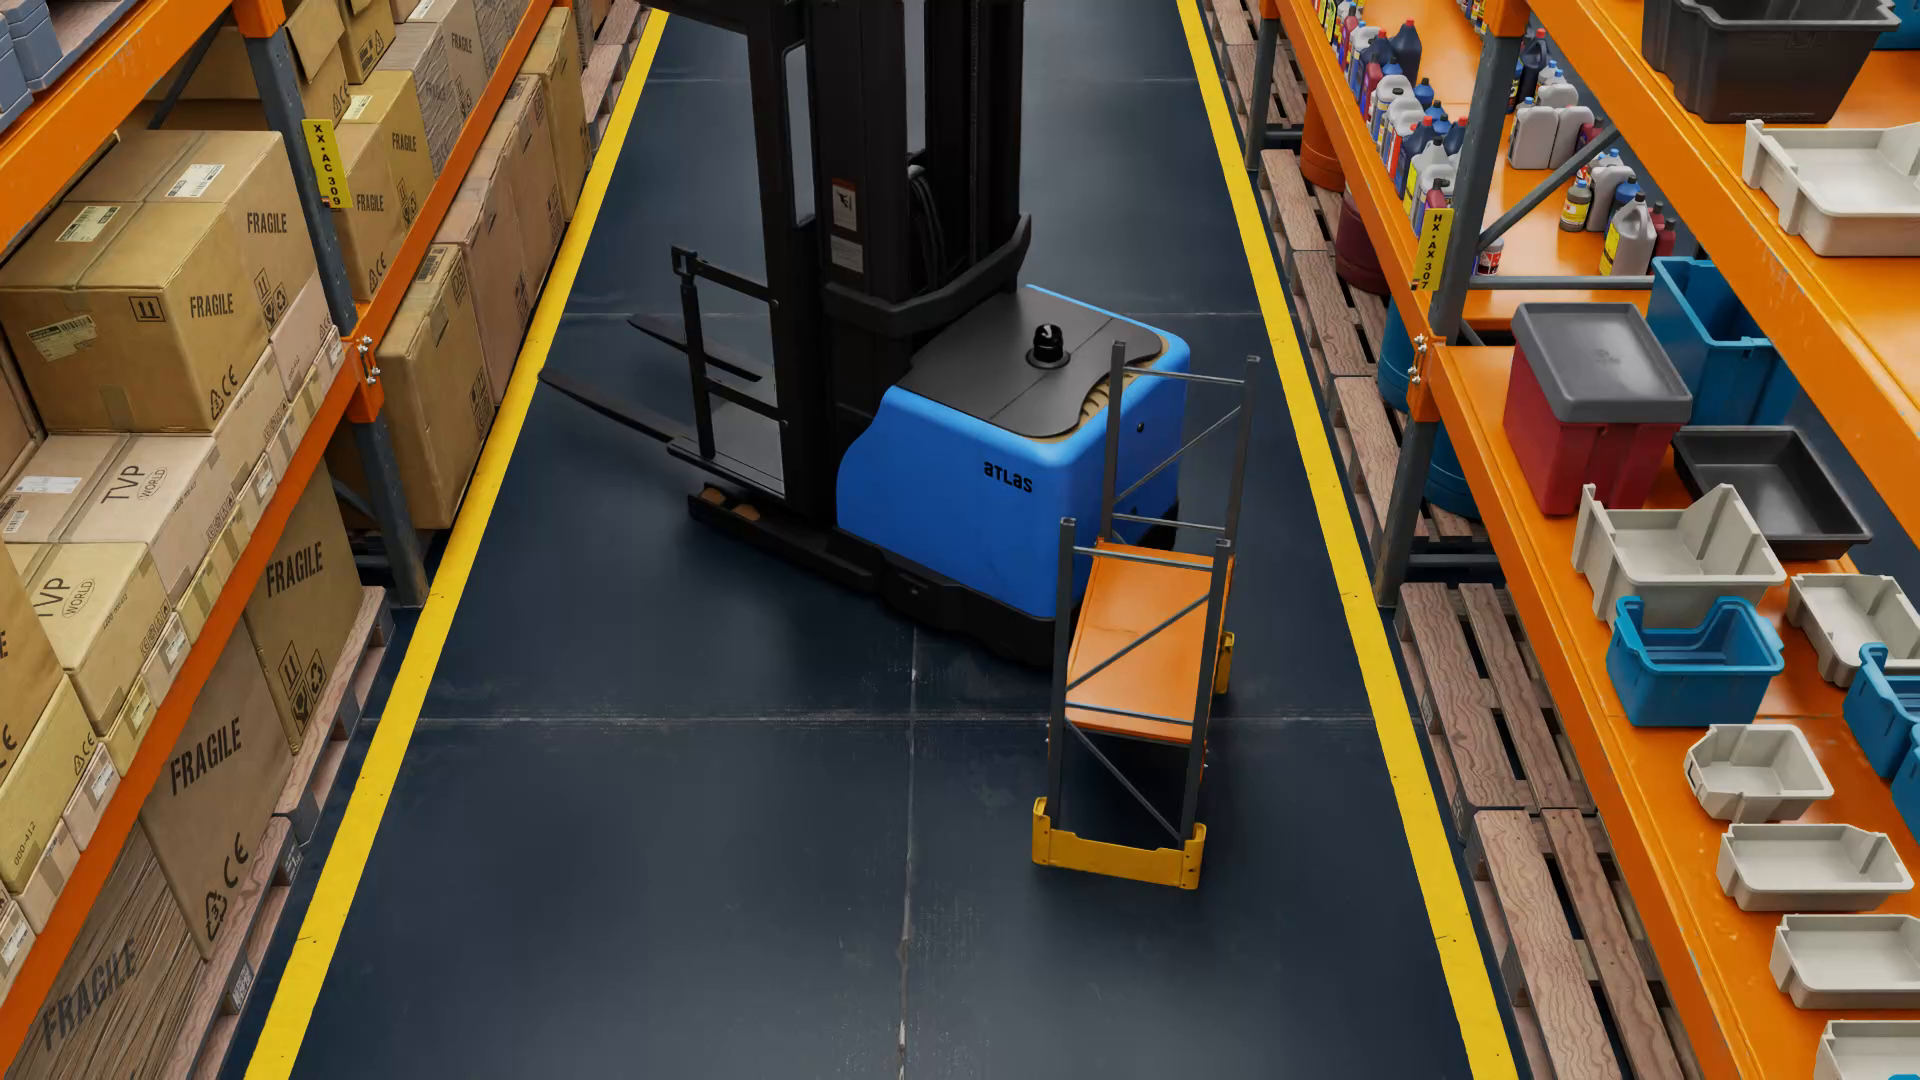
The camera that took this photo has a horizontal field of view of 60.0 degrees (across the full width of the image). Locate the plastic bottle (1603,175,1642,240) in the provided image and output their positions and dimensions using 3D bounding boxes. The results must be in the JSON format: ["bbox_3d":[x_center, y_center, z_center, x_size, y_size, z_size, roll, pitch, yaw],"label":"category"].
[{"bbox_3d":[2.637,-1.317,6.598,0.097,0.271,0.097,0,39,0],"label":"plastic bottle"}]

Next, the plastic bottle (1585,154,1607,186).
[{"bbox_3d":[2.636,-1.496,6.877,0.097,0.201,0.097,0,39,0],"label":"plastic bottle"}]

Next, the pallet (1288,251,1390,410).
[{"bbox_3d":[2.266,-1.081,8.430,1.003,0.211,1.213,0,39,0],"label":"pallet"}]

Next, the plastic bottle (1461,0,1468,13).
[{"bbox_3d":[2.634,-2.815,8.524,0.097,0.201,0.097,0,39,0],"label":"plastic bottle"}]

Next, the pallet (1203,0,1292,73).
[{"bbox_3d":[2.264,-3.580,11.549,1.003,0.211,1.213,0,39,0],"label":"pallet"}]

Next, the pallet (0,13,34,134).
[{"bbox_3d":[-2.735,-0.781,3.499,1.003,0.211,1.213,0,39,0],"label":"pallet"}]

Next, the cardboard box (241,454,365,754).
[{"bbox_3d":[-2.803,0.160,6.015,0.875,0.875,0.875,0,39,0],"label":"cardboard box"}]

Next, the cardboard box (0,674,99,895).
[{"bbox_3d":[-2.454,0.586,4.002,0.500,0.250,0.500,-1,39,-2],"label":"cardboard box"}]

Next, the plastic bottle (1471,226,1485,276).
[{"bbox_3d":[1.905,-1.119,6.347,0.152,0.276,0.135,0,39,0],"label":"plastic bottle"}]

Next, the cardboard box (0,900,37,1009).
[{"bbox_3d":[-2.393,0.975,3.835,0.380,0.149,0.250,-1,39,-1],"label":"cardboard box"}]

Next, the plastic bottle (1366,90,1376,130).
[{"bbox_3d":[1.876,-1.936,7.426,0.097,0.201,0.097,0,39,0],"label":"plastic bottle"}]

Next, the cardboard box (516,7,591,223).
[{"bbox_3d":[-2.748,-2.323,9.113,1.225,0.875,0.875,-2,39,-2],"label":"cardboard box"}]

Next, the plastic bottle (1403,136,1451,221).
[{"bbox_3d":[1.901,-1.477,6.734,0.144,0.351,0.185,0,39,0],"label":"plastic bottle"}]

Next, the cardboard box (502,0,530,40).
[{"bbox_3d":[-2.485,-2.838,8.313,0.500,0.500,0.500,0,39,0],"label":"cardboard box"}]

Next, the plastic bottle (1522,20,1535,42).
[{"bbox_3d":[2.611,-2.337,7.807,0.144,0.351,0.185,0,39,0],"label":"plastic bottle"}]

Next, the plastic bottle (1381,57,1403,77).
[{"bbox_3d":[1.937,-2.047,7.508,0.097,0.271,0.097,0,39,0],"label":"plastic bottle"}]

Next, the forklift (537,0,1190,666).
[{"bbox_3d":[-0.577,-1.380,6.628,3.031,2.935,1.130,24,44,27],"label":"forklift"}]

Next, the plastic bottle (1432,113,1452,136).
[{"bbox_3d":[2.029,-1.673,7.042,0.097,0.271,0.097,0,39,0],"label":"plastic bottle"}]

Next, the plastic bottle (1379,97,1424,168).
[{"bbox_3d":[1.904,-1.747,7.131,0.152,0.276,0.135,0,39,0],"label":"plastic bottle"}]

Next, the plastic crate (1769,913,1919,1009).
[{"bbox_3d":[2.066,0.968,3.806,0.396,0.136,0.243,0,39,0],"label":"plastic crate"}]

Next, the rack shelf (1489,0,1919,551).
[{"bbox_3d":[2.231,-0.561,3.728,1.077,0.370,4.000,0,39,0],"label":"rack shelf"}]

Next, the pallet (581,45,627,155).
[{"bbox_3d":[-2.728,-2.820,10.600,1.003,0.211,1.213,0,39,0],"label":"pallet"}]

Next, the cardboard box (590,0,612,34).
[{"bbox_3d":[-2.770,-3.736,11.160,0.700,0.500,0.500,3,39,4],"label":"cardboard box"}]

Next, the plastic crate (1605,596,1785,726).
[{"bbox_3d":[1.975,0.338,4.516,0.416,0.233,0.300,0,39,0],"label":"plastic crate"}]

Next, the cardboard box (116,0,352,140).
[{"bbox_3d":[-2.733,-1.748,6.150,0.797,0.503,0.637,-1,39,-1],"label":"cardboard box"}]

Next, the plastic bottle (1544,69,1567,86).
[{"bbox_3d":[2.635,-1.958,7.397,0.097,0.271,0.097,0,39,0],"label":"plastic bottle"}]

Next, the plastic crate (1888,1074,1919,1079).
[{"bbox_3d":[2.047,1.333,3.111,0.616,0.435,0.499,0,39,0],"label":"plastic crate"}]

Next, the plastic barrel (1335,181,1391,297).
[{"bbox_3d":[2.243,-1.634,8.483,0.600,0.588,0.708,0,39,0],"label":"plastic barrel"}]

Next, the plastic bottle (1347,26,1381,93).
[{"bbox_3d":[1.903,-2.237,7.741,0.152,0.276,0.135,0,39,0],"label":"plastic bottle"}]

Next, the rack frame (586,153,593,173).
[{"bbox_3d":[-2.728,-3.419,9.118,1.000,3.000,0.127,0,39,0],"label":"rack frame"}]

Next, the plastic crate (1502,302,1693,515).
[{"bbox_3d":[1.979,-0.411,5.266,0.402,0.464,0.583,0,39,0],"label":"plastic crate"}]

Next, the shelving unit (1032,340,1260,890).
[{"bbox_3d":[0.653,0.256,5.731,0.587,1.500,1.083,8,39,10],"label":"shelving unit"}]

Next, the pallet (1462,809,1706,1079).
[{"bbox_3d":[2.273,1.391,5.345,1.003,0.211,1.213,0,39,0],"label":"pallet"}]

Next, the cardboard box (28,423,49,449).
[{"bbox_3d":[-2.990,-0.371,5.196,0.500,0.250,0.500,0,39,0],"label":"cardboard box"}]

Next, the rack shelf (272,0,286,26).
[{"bbox_3d":[-2.726,-3.059,6.845,1.077,0.370,4.000,0,39,0],"label":"rack shelf"}]

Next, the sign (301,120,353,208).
[{"bbox_3d":[-2.169,-1.288,5.703,0.100,0.325,0.005,0,39,0],"label":"sign"}]

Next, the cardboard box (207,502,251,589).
[{"bbox_3d":[-2.394,0.014,5.035,0.380,0.149,0.250,1,39,1],"label":"cardboard box"}]

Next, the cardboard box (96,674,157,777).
[{"bbox_3d":[-2.393,0.497,4.432,0.380,0.149,0.250,-1,39,-1],"label":"cardboard box"}]

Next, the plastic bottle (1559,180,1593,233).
[{"bbox_3d":[2.484,-1.351,6.696,0.097,0.201,0.097,0,39,0],"label":"plastic bottle"}]

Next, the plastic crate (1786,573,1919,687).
[{"bbox_3d":[2.532,0.247,4.707,0.293,0.136,0.466,0,39,0],"label":"plastic crate"}]

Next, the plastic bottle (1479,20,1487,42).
[{"bbox_3d":[2.634,-2.572,8.220,0.097,0.201,0.097,0,39,0],"label":"plastic bottle"}]

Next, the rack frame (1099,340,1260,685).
[{"bbox_3d":[0.768,-0.059,6.124,0.500,1.500,0.032,8,39,10],"label":"rack frame"}]

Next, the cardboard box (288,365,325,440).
[{"bbox_3d":[-2.395,-0.468,5.637,0.380,0.149,0.250,1,39,1],"label":"cardboard box"}]

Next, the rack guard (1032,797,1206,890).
[{"bbox_3d":[0.543,1.048,5.743,0.587,0.250,0.087,8,39,10],"label":"rack guard"}]

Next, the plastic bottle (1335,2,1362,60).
[{"bbox_3d":[1.876,-2.452,8.013,0.097,0.271,0.097,0,39,0],"label":"plastic bottle"}]

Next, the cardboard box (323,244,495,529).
[{"bbox_3d":[-2.745,-0.653,7.029,1.225,0.875,0.875,0,39,0],"label":"cardboard box"}]

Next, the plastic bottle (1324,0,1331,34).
[{"bbox_3d":[1.875,-2.629,8.291,0.097,0.201,0.097,0,39,0],"label":"plastic bottle"}]

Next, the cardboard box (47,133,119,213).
[{"bbox_3d":[-2.979,-0.969,5.342,0.500,0.500,0.500,0,39,0],"label":"cardboard box"}]

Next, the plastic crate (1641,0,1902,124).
[{"bbox_3d":[1.956,-1.264,4.135,0.497,0.269,0.590,0,39,0],"label":"plastic crate"}]

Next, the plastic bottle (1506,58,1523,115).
[{"bbox_3d":[2.491,-2.079,7.549,0.097,0.271,0.097,0,39,0],"label":"plastic bottle"}]

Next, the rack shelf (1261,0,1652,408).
[{"bbox_3d":[2.227,-1.892,7.787,1.077,0.370,4.000,0,39,0],"label":"rack shelf"}]

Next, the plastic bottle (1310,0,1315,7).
[{"bbox_3d":[1.856,-2.901,8.565,0.061,0.283,0.133,0,39,0],"label":"plastic bottle"}]

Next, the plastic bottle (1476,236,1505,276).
[{"bbox_3d":[2.030,-1.102,6.385,0.097,0.201,0.097,0,39,0],"label":"plastic bottle"}]

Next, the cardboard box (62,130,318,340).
[{"bbox_3d":[-2.456,-0.981,5.358,0.500,0.500,0.500,1,39,1],"label":"cardboard box"}]

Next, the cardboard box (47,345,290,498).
[{"bbox_3d":[-2.458,-0.376,5.203,0.500,0.250,0.500,1,39,1],"label":"cardboard box"}]

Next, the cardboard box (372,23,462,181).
[{"bbox_3d":[-2.476,-1.872,7.108,0.500,0.500,0.500,-1,39,-1],"label":"cardboard box"}]
